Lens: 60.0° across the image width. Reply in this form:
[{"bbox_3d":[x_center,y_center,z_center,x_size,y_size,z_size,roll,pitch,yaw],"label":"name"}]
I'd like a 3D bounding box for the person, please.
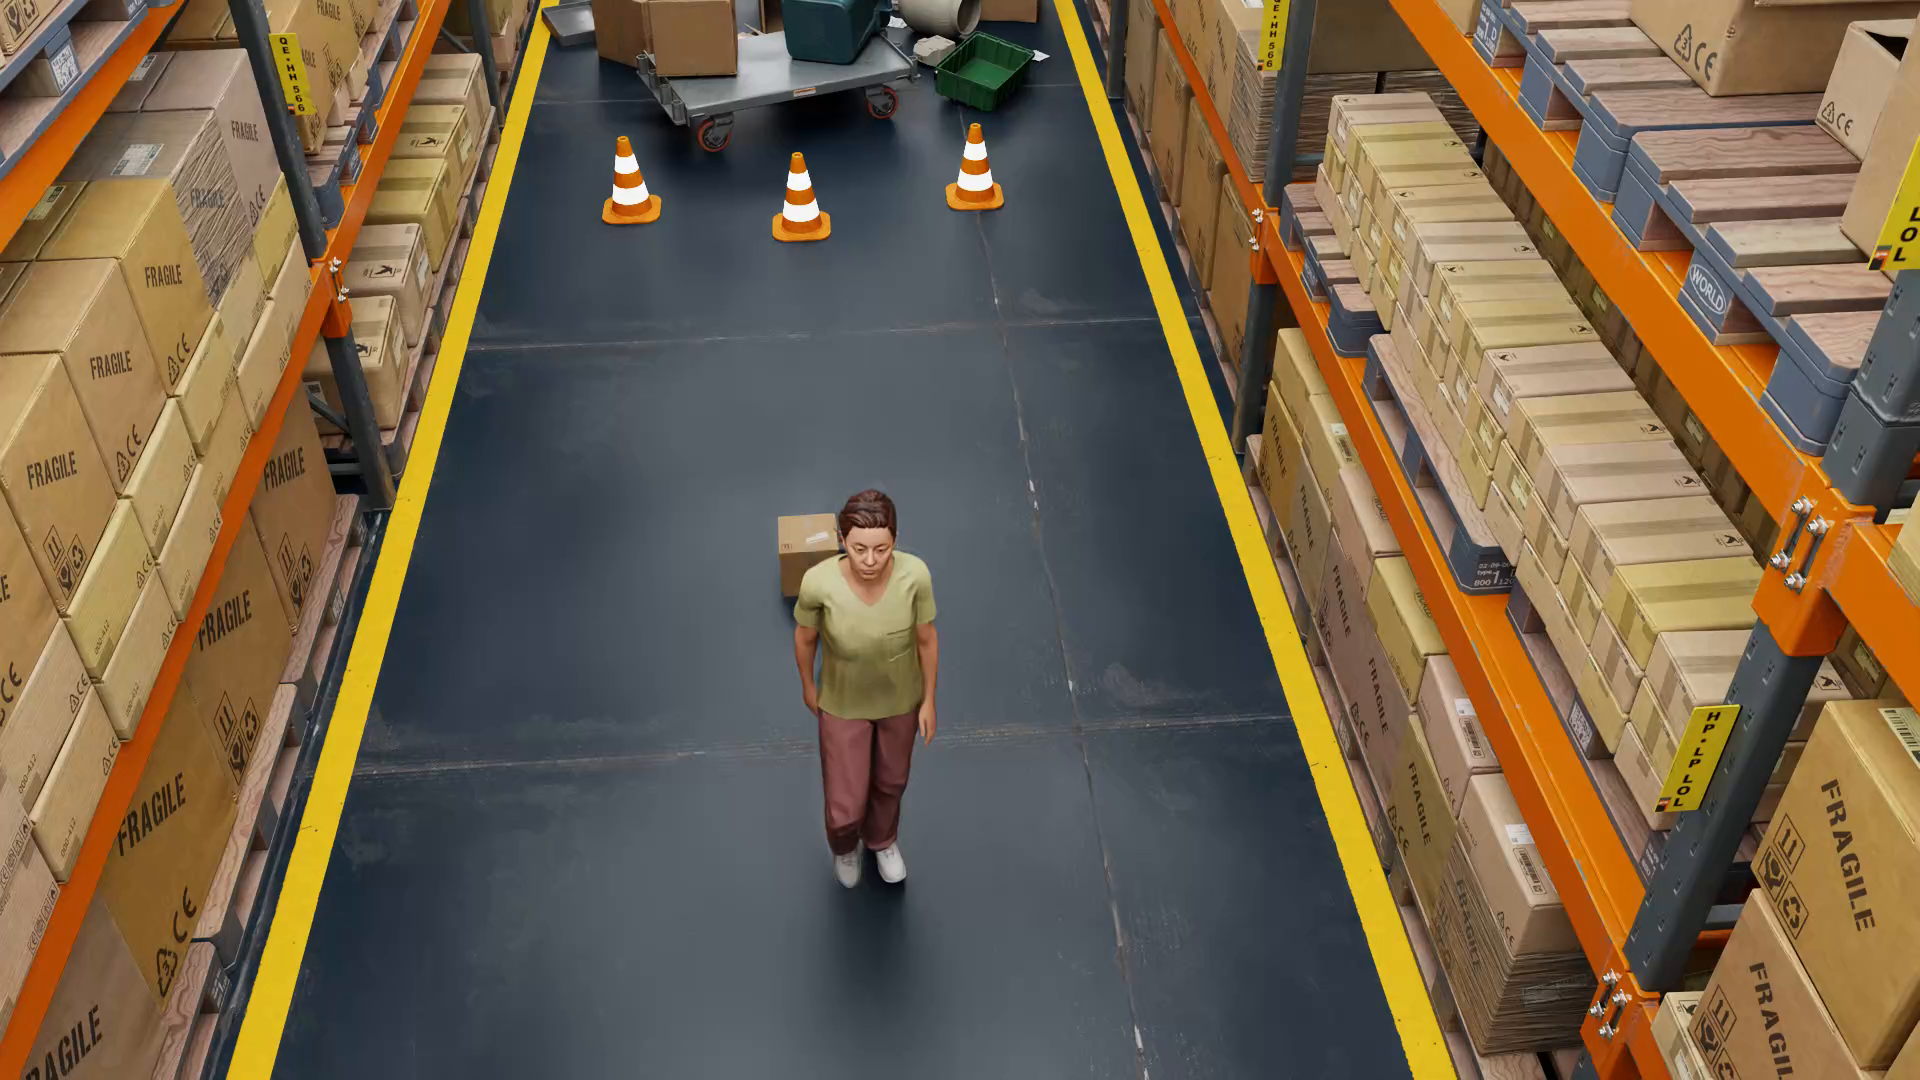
[{"bbox_3d":[-0.281,0.553,5.456,0.455,1.687,0.435,-10,40,-12],"label":"person"}]
